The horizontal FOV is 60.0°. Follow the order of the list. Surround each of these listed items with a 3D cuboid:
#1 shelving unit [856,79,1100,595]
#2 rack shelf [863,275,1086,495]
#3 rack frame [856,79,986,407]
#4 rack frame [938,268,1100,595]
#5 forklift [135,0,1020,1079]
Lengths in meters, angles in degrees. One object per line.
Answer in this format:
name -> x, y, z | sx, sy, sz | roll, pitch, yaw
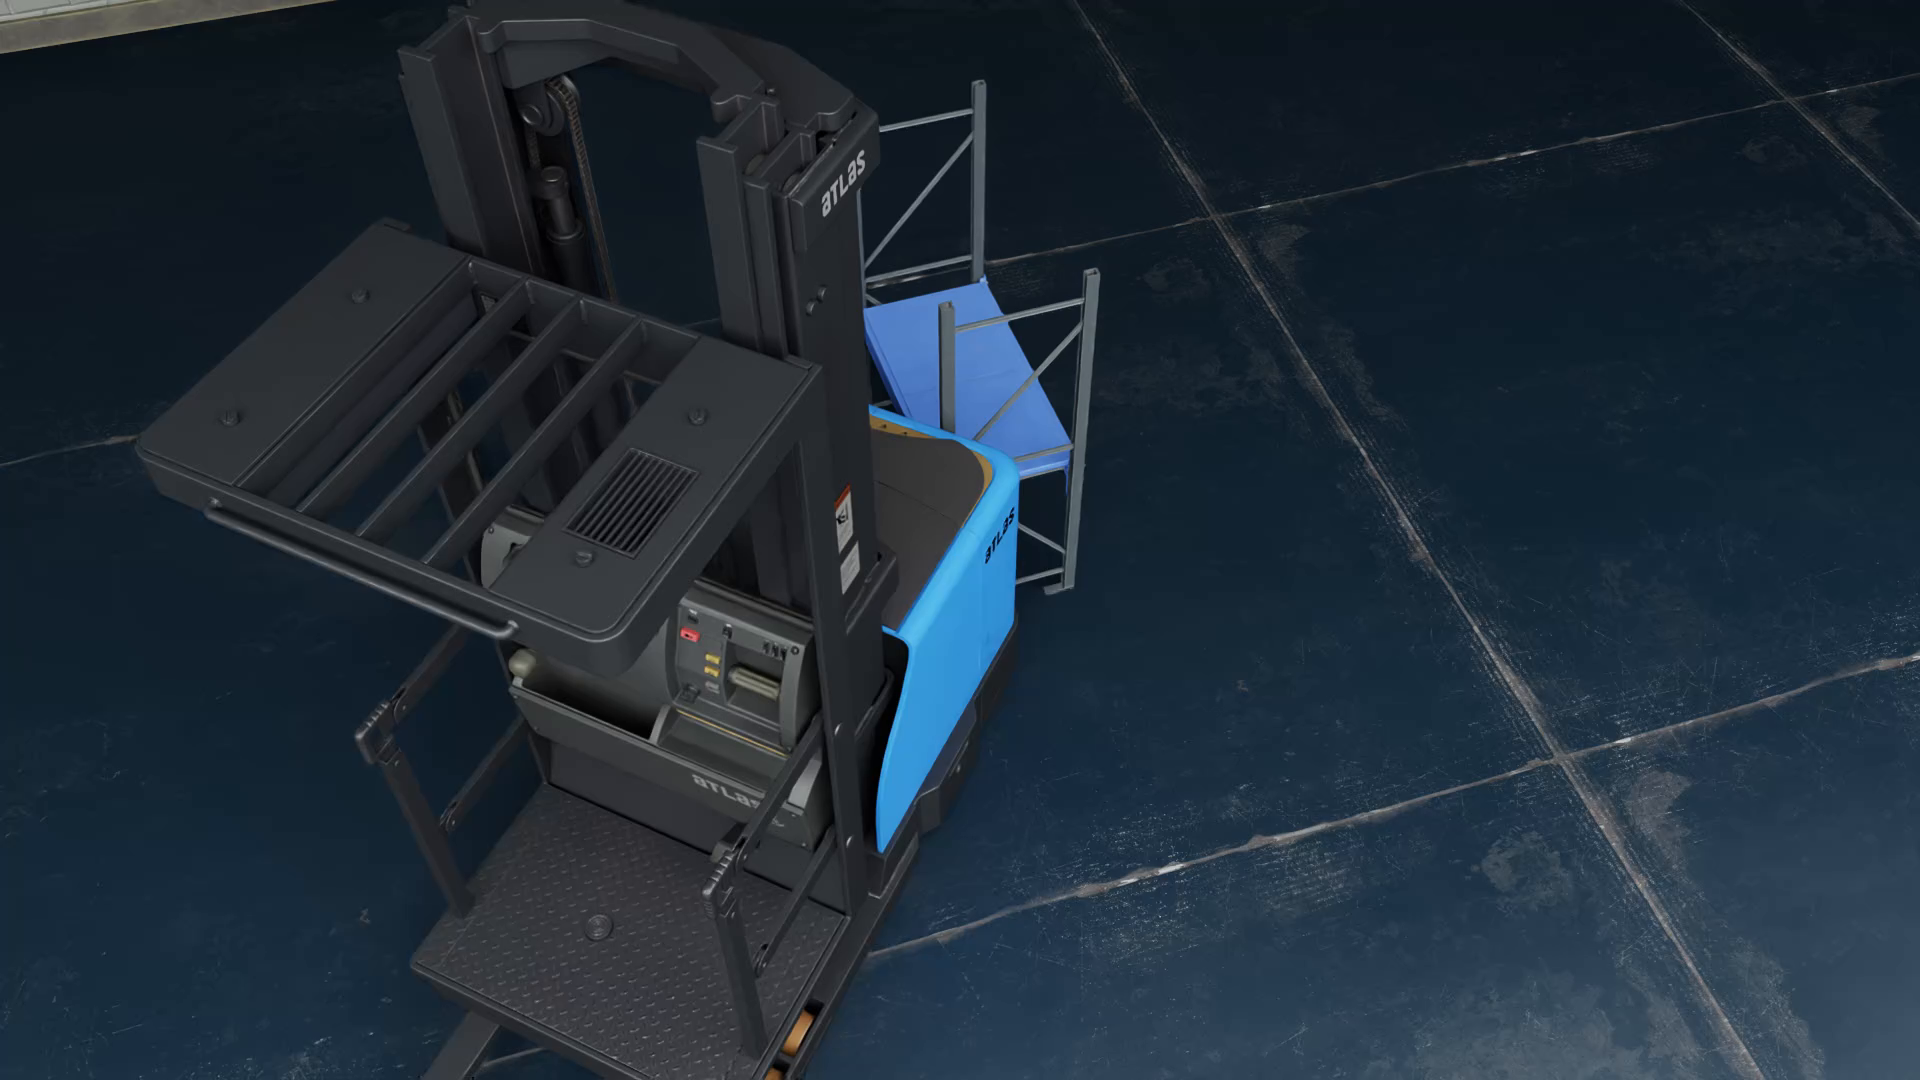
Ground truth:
shelving unit -> 0.012, -0.627, 5.797 | 0.538, 1.500, 1.048 | -15, 51, -12
rack shelf -> 0.012, -0.511, 5.935 | 0.538, 0.185, 1.000 | -15, 51, -12
rack frame -> -0.153, -0.994, 6.107 | 0.500, 1.500, 0.032 | -15, 51, -12
rack frame -> 0.177, -0.259, 5.487 | 0.500, 1.500, 0.032 | -15, 51, -12
forklift -> -0.892, 0.351, 4.037 | 1.130, 2.935, 3.031 | 20, 53, 16
